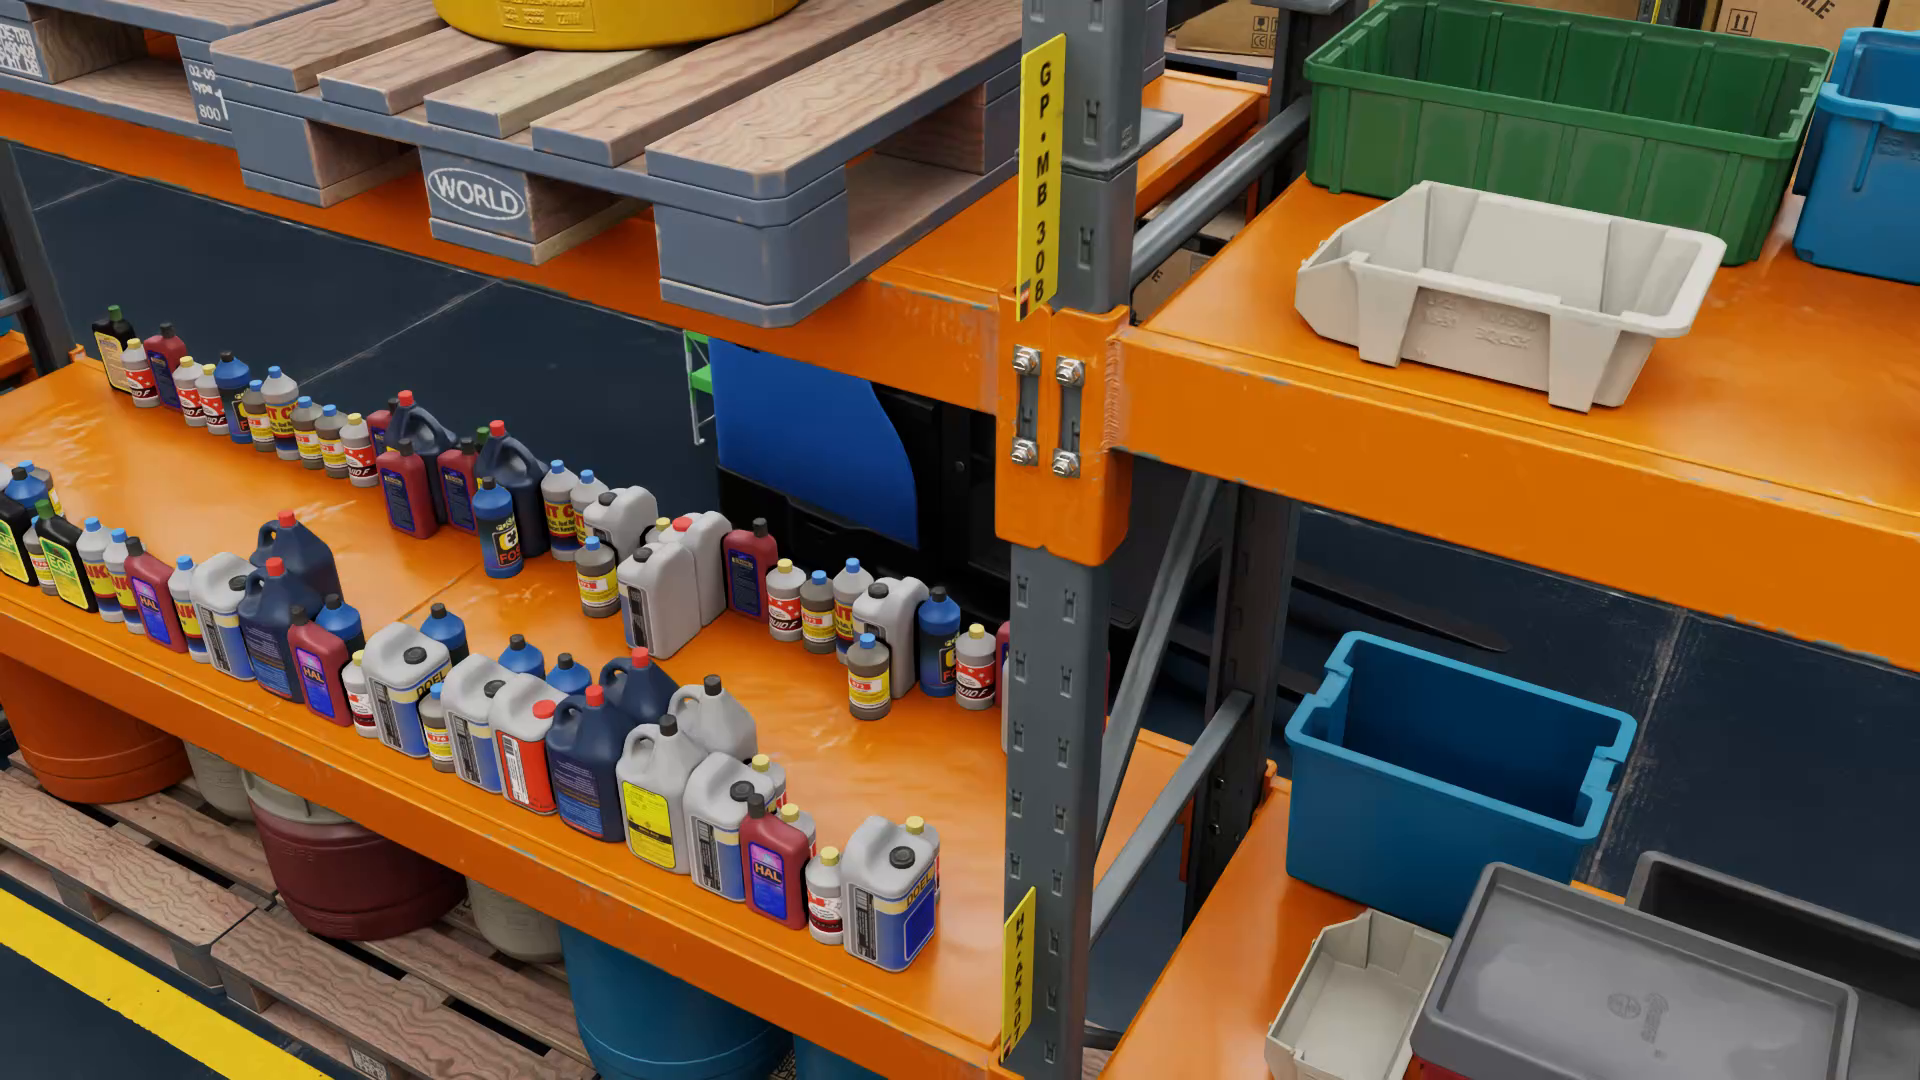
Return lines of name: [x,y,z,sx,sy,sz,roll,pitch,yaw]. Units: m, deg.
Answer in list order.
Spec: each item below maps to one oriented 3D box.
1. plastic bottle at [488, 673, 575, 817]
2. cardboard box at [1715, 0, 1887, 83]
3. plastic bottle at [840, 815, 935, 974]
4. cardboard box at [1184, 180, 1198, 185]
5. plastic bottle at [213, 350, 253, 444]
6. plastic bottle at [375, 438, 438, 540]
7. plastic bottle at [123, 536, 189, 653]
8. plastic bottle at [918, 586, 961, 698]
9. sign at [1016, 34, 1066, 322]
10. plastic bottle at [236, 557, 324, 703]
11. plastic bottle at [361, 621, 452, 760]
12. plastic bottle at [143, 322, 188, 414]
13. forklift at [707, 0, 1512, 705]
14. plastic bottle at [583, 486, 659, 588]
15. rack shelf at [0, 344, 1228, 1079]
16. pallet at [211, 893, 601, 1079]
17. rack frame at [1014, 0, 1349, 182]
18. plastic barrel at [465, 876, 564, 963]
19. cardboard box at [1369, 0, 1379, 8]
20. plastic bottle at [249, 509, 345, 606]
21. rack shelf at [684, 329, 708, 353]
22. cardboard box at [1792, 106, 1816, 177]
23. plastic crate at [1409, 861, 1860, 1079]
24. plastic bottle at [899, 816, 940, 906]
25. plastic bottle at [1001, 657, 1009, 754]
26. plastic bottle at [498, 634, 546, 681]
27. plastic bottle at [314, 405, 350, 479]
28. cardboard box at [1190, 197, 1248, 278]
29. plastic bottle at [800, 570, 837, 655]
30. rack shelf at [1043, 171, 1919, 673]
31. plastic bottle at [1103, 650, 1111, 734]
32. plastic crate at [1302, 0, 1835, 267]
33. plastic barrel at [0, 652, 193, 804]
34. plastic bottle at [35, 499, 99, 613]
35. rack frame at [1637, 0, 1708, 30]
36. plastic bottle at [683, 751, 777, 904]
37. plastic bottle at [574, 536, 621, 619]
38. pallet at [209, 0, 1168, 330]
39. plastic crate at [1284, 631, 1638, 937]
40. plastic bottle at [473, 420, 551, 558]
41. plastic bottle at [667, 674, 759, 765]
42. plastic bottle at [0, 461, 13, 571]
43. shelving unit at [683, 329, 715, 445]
plastic bottle: [-0.888,0.425,3.518,0.135,0.276,0.152,18,37,24]
cardboard box: [3.100,-2.010,6.070,0.500,0.500,0.500,19,38,26]
plastic bottle: [-0.133,0.664,3.159,0.135,0.276,0.152,18,37,24]
cardboard box: [1.227,-1.935,8.132,0.500,0.250,0.500,17,37,24]
plastic bottle: [-2.080,-0.418,4.788,0.097,0.271,0.097,0,34,0]
plastic bottle: [-1.459,-0.146,4.368,0.133,0.283,0.061,18,37,24]
plastic bottle: [-1.908,0.128,3.957,0.133,0.283,0.061,18,37,24]
plastic bottle: [-0.047,0.226,3.820,0.097,0.271,0.097,0,34,0]
sign: [0.095,-0.423,1.965,0.005,0.325,0.100,18,37,24]
plastic bottle: [-1.547,0.187,3.807,0.185,0.351,0.144,18,37,24]
plastic bottle: [-1.206,0.324,3.669,0.135,0.276,0.152,18,37,24]
plastic bottle: [-2.340,-0.517,4.925,0.133,0.283,0.061,18,37,24]
forklift: [0.507,-1.015,5.630,3.031,2.935,1.130,22,39,29]
plastic bottle: [-0.849,-0.012,4.174,0.135,0.276,0.152,18,37,24]
rack shelf: [-1.367,0.314,4.221,4.000,0.370,1.077,18,37,24]
pallet: [-1.343,1.158,4.820,1.213,0.211,1.003,18,37,24]
rack frame: [0.369,-1.932,1.532,0.127,3.000,1.000,18,37,24]
plastic barrel: [-1.155,0.875,4.596,0.421,0.512,0.421,0,34,0]
cardboard box: [1.902,-2.431,7.225,0.500,0.500,0.700,24,41,32]
plastic bottle: [-1.589,0.077,3.972,0.185,0.351,0.144,18,37,24]
rack shelf: [-0.905,-0.842,7.048,0.480,0.148,0.258,22,39,29]
cardboard box: [3.138,-1.588,6.338,0.500,0.500,0.500,19,38,26]
plastic crate: [1.020,0.880,2.611,0.583,0.464,0.402,18,37,24]
plastic bottle: [-0.087,0.630,3.277,0.097,0.201,0.097,0,34,0]
plastic bottle: [0.190,0.322,3.605,0.185,0.351,0.144,18,37,24]
plastic bottle: [-0.959,0.324,3.673,0.097,0.271,0.097,0,34,0]
plastic bottle: [-1.742,-0.282,4.646,0.097,0.201,0.097,0,34,0]
cardboard box: [1.400,-1.236,7.758,0.500,0.500,0.500,18,38,25]
plastic bottle: [-0.333,0.165,3.976,0.097,0.201,0.097,0,34,0]
rack shelf: [2.106,0.166,1.737,4.000,0.370,1.077,18,37,24]
plastic bottle: [0.263,0.307,3.687,0.133,0.283,0.061,18,37,24]
plastic crate: [0.887,-0.624,2.466,0.662,0.188,0.450,18,37,24]
plastic barrel: [-2.670,0.320,5.143,0.708,0.830,0.600,18,37,24]
plastic bottle: [-2.192,0.038,4.093,0.133,0.283,0.061,18,37,24]
rack frame: [2.830,-1.818,6.773,0.127,3.000,1.000,18,37,24]
plastic bottle: [-0.450,0.563,3.310,0.135,0.276,0.152,18,37,24]
plastic bottle: [-0.894,0.084,4.097,0.097,0.201,0.097,0,34,0]
pallet: [-0.360,-0.773,2.669,1.003,0.211,1.213,18,37,24]
plastic crate: [0.944,0.511,3.237,0.575,0.384,0.392,18,37,24]
plastic bottle: [-1.154,-0.143,4.303,0.185,0.351,0.144,18,37,24]
plastic bottle: [-0.519,0.421,3.456,0.185,0.351,0.144,18,37,24]
plastic bottle: [-2.486,-0.082,4.278,0.135,0.276,0.152,18,37,24]
shelving unit: [-0.905,-0.895,7.012,0.503,1.200,0.258,22,39,29]
